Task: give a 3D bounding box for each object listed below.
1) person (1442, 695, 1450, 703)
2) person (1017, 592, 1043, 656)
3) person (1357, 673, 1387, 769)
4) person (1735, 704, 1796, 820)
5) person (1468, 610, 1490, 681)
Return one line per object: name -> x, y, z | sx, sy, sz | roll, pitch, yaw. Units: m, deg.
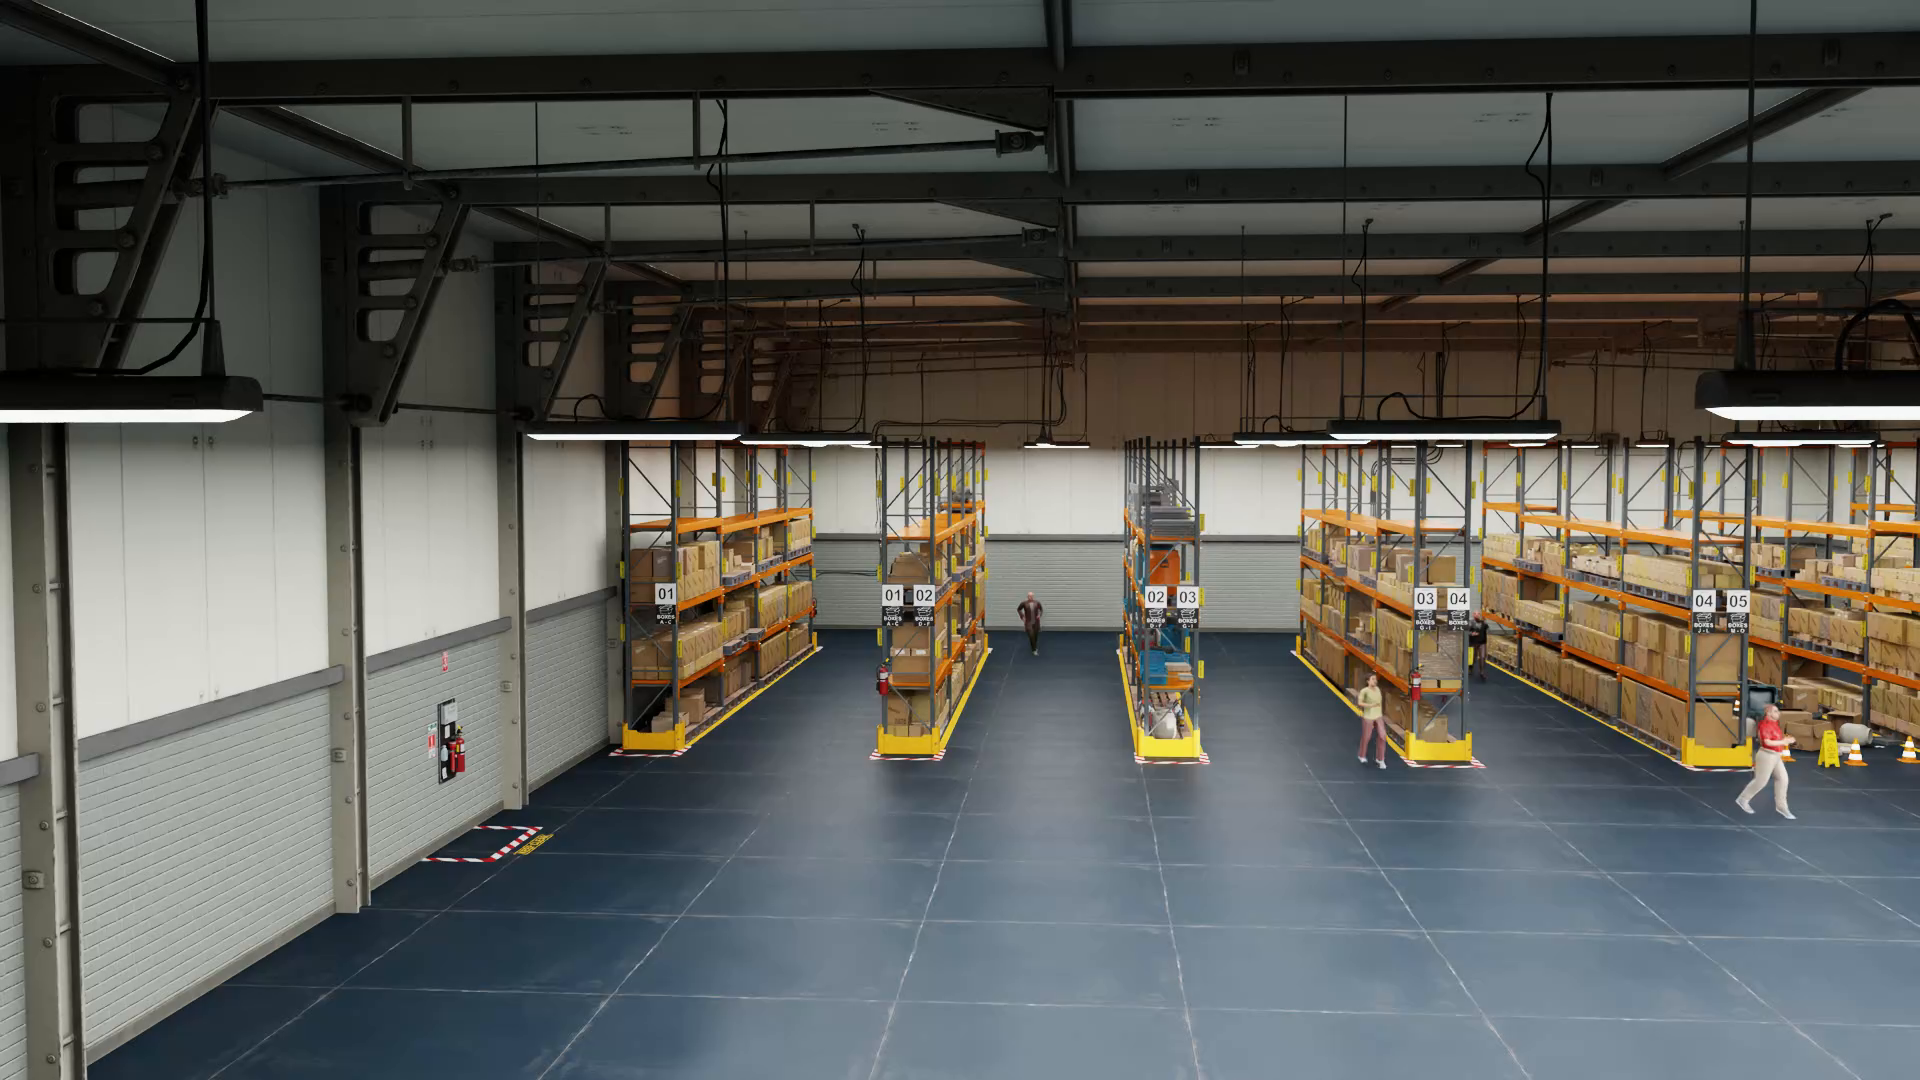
person -> 11.189, 2.878, 38.080 | 0.584, 1.710, 0.752 | 0, 3, -2
person -> 1.980, 2.341, 46.800 | 0.736, 1.772, 0.935 | 0, 3, -3
person -> 7.453, 3.272, 30.167 | 0.581, 1.737, 0.691 | -1, 3, -18
person -> 12.623, 3.461, 26.027 | 0.847, 1.793, 0.664 | 3, 4, 42
person -> 12.966, 2.617, 41.637 | 0.664, 1.698, 1.019 | 0, 3, 7
